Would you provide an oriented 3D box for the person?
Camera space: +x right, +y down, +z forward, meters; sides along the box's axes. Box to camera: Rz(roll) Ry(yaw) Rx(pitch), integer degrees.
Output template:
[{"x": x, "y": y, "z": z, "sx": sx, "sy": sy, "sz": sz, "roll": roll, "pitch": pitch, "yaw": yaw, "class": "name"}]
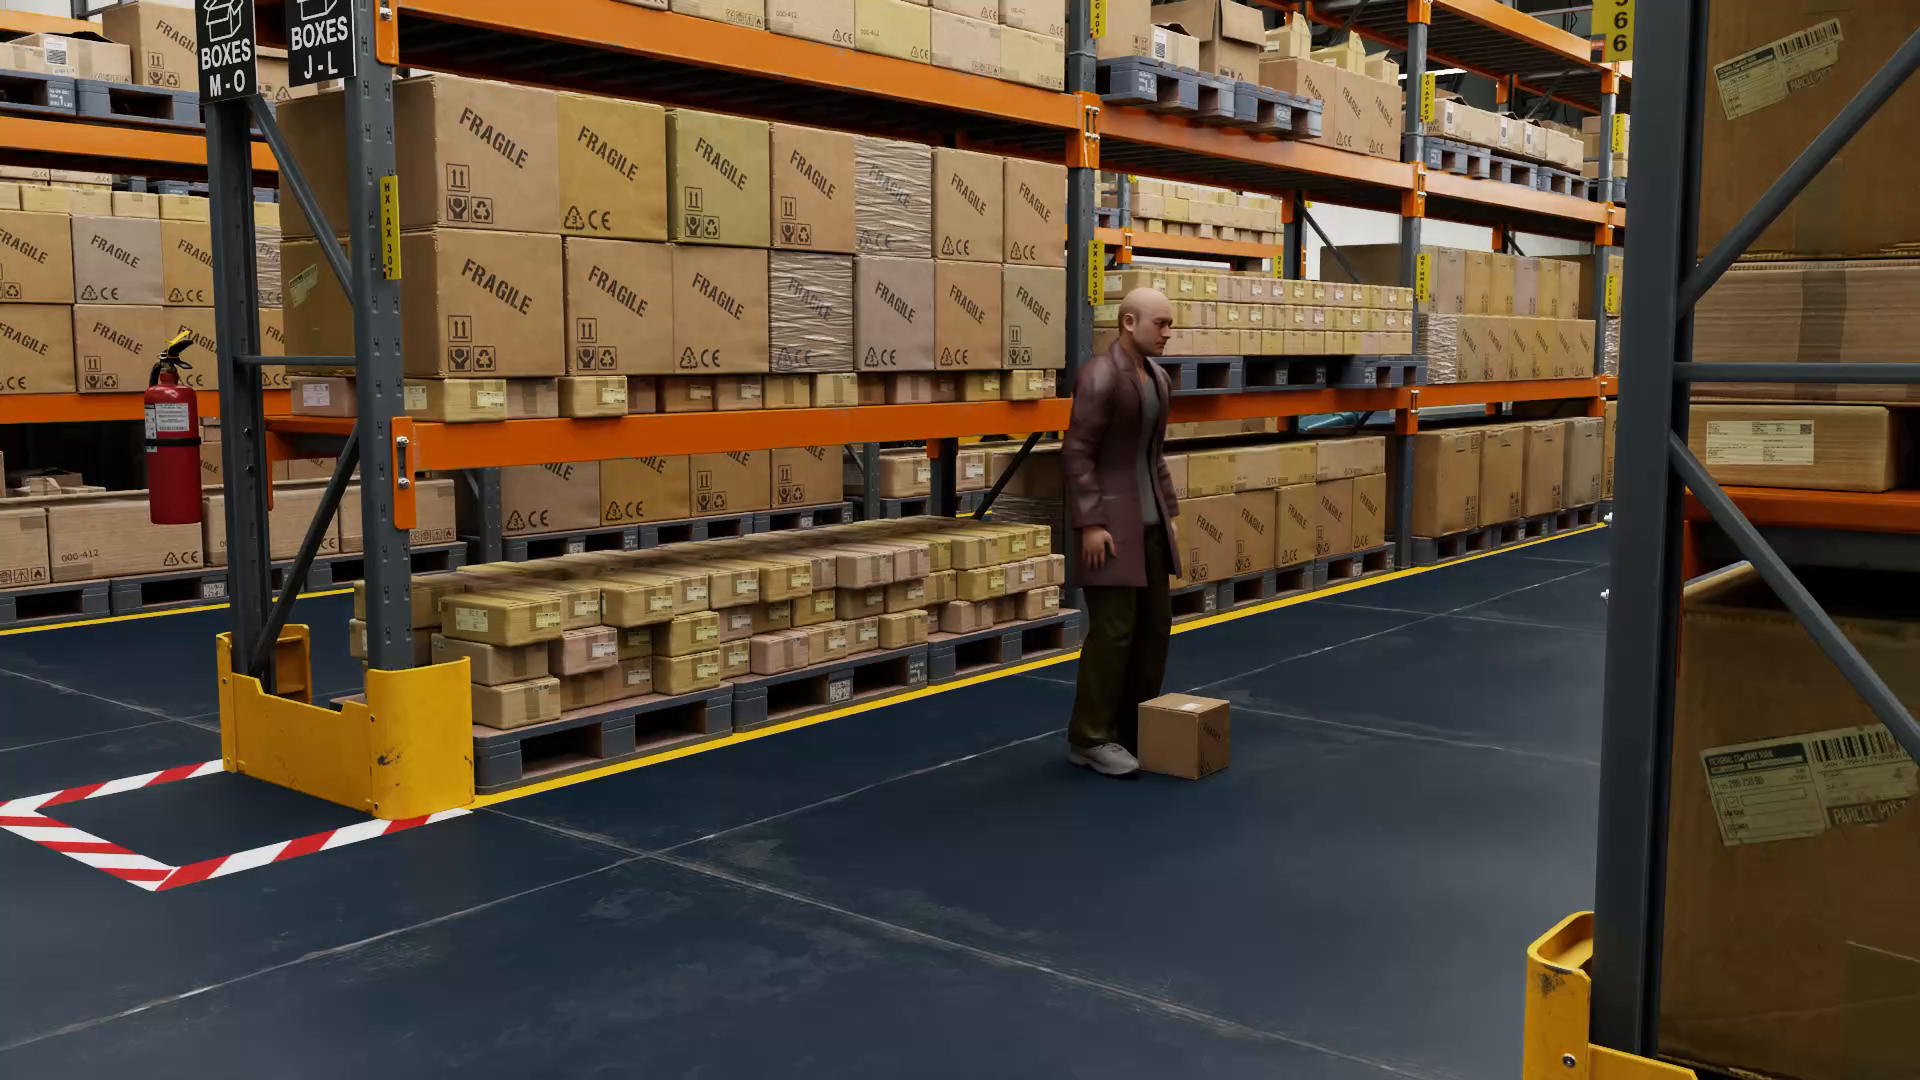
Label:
[{"x": 0.626, "y": -0.050, "z": 6.226, "sx": 0.426, "sy": 1.773, "sz": 0.640, "roll": 5, "pitch": 8, "yaw": 38, "class": "person"}]
